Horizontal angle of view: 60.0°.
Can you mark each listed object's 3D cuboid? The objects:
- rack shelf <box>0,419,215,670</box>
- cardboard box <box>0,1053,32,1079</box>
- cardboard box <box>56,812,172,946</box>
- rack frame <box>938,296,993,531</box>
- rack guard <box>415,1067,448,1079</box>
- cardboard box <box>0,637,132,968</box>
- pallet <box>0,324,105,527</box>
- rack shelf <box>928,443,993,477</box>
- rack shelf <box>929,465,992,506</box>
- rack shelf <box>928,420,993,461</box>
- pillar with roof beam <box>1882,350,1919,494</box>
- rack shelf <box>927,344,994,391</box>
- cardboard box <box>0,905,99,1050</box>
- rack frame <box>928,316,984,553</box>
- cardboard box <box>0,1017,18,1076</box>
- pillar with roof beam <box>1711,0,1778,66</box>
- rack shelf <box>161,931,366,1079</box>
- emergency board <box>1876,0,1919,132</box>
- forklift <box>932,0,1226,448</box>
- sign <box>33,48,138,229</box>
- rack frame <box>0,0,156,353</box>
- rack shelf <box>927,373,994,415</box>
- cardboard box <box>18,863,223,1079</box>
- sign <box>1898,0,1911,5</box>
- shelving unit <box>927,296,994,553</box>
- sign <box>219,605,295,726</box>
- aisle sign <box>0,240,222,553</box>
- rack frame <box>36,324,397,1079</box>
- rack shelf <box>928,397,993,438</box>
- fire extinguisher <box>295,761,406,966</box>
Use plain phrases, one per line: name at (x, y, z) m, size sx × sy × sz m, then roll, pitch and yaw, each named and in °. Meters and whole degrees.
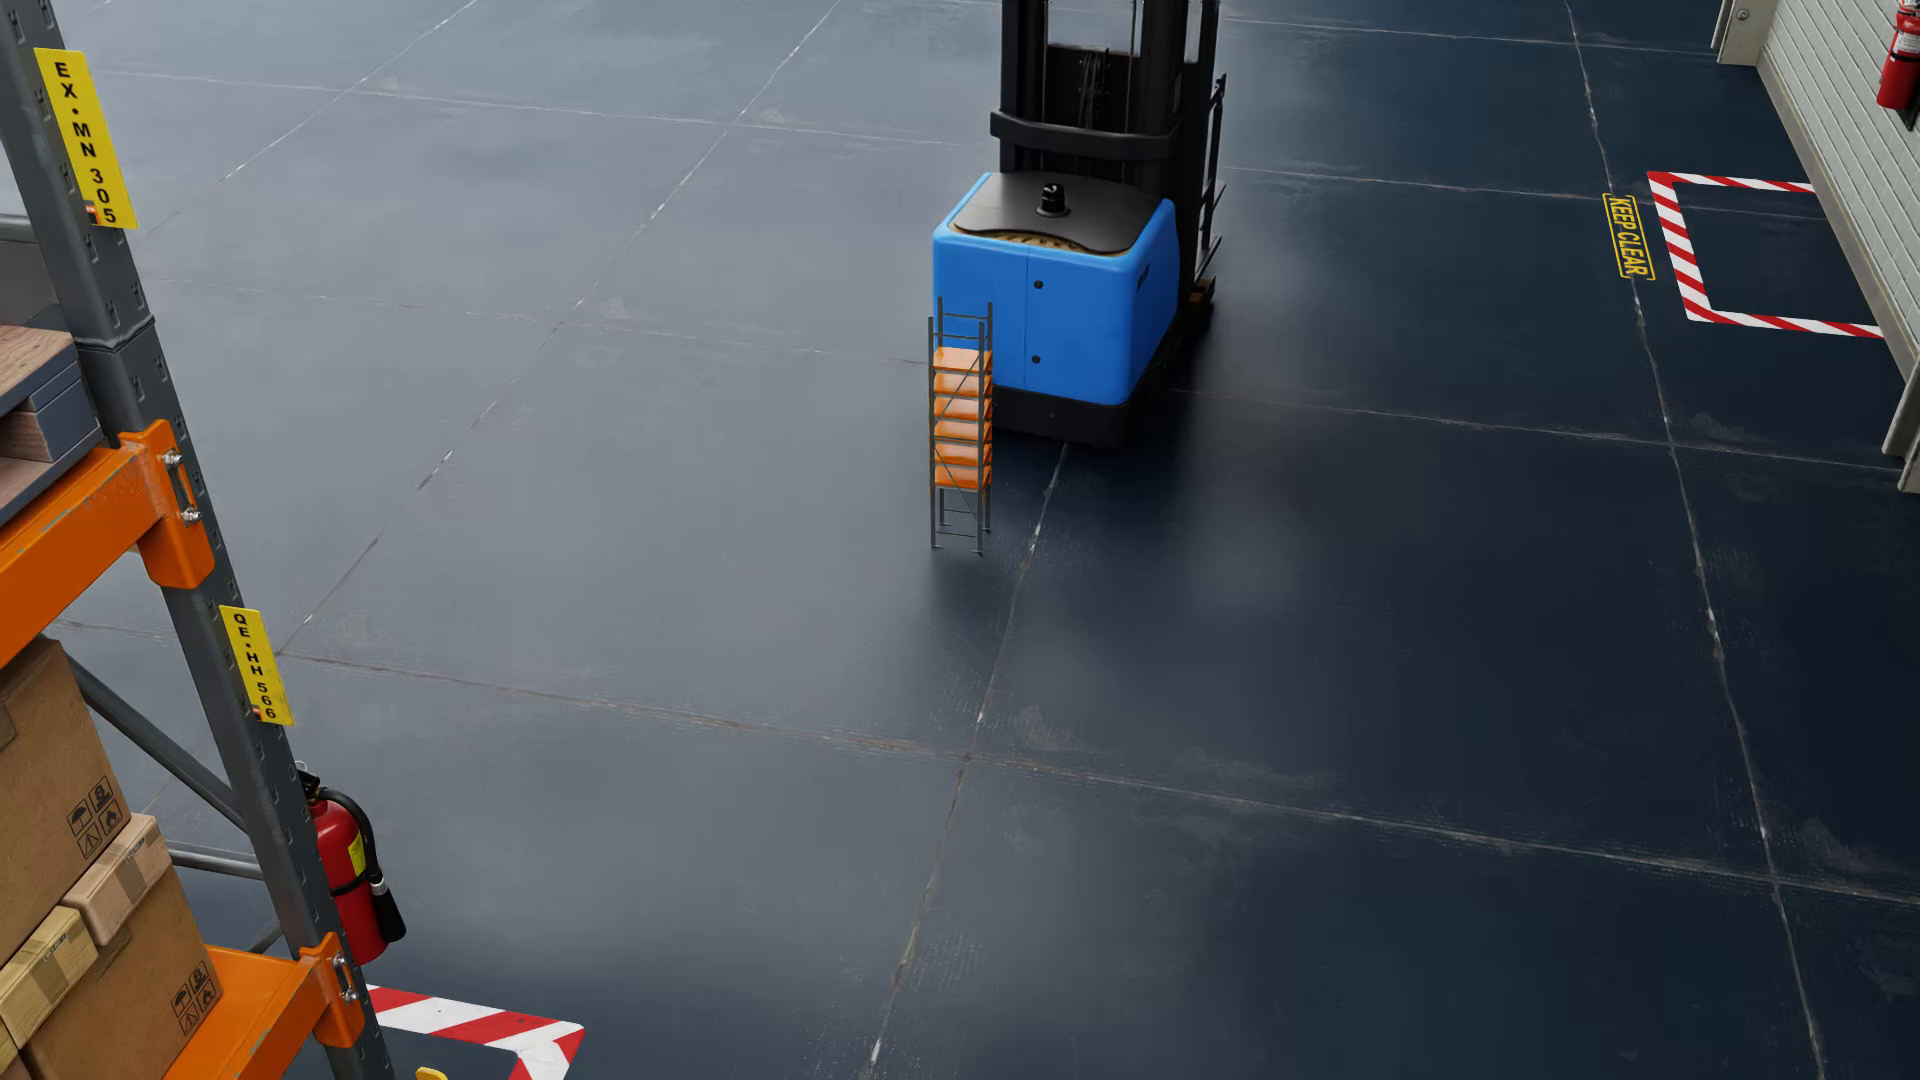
rack shelf at (-2.487, 0.989, 1.887) m, size 1.077 × 0.370 × 4.000 m, roll 7°, pitch 37°, yaw 10°
cardboard box at (-2.280, 1.293, 3.325) m, size 0.700 × 0.500 × 0.500 m, roll 8°, pitch 37°, yaw 11°
cardboard box at (-1.956, 0.705, 3.583) m, size 0.380 × 0.149 × 0.250 m, roll 7°, pitch 36°, yaw 9°
rack frame at (0.023, -0.547, 7.482) m, size 0.240 × 1.200 × 0.006 m, roll 7°, pitch 37°, yaw 10°
rack guard at (-2.055, 1.764, 4.890) m, size 1.175 × 0.500 × 0.348 m, roll 7°, pitch 37°, yaw 10°
cardboard box at (-2.184, 0.496, 3.319) m, size 0.700 × 0.500 × 0.500 m, roll 7°, pitch 37°, yaw 10°
pallet at (-2.236, -0.011, 2.729) m, size 1.003 × 0.211 × 1.213 m, roll 7°, pitch 37°, yaw 10°
rack shelf at (0.003, -0.361, 7.506) m, size 0.258 × 0.103 × 0.180 m, roll 7°, pitch 37°, yaw 10°
rack shelf at (0.003, -0.264, 7.576) m, size 0.258 × 0.103 × 0.180 m, roll 7°, pitch 37°, yaw 10°
rack shelf at (0.003, -0.458, 7.435) m, size 0.258 × 0.103 × 0.180 m, roll 7°, pitch 37°, yaw 10°
pillar with roof beam at (0.552, -4.515, 6.311) m, size 9.100 × 9.000 × 0.400 m, roll 7°, pitch 37°, yaw 10°
rack shelf at (0.003, -0.750, 7.224) m, size 0.258 × 0.103 × 0.180 m, roll 7°, pitch 37°, yaw 10°
cardboard box at (-2.010, 0.855, 3.376) m, size 0.380 × 0.149 × 0.250 m, roll 8°, pitch 37°, yaw 11°
rack frame at (-0.016, -0.442, 7.337) m, size 0.240 × 1.200 × 0.006 m, roll 7°, pitch 37°, yaw 10°
cardboard box at (-2.065, 1.002, 3.173) m, size 0.380 × 0.149 × 0.250 m, roll 7°, pitch 36°, yaw 9°
pillar with roof beam at (1.833, -7.954, 11.057) m, size 9.100 × 9.000 × 0.400 m, roll 7°, pitch 37°, yaw 10°
rack shelf at (-2.487, 2.203, 2.767) m, size 1.077 × 0.370 × 4.000 m, roll 7°, pitch 37°, yaw 10°
emergency board at (5.322, -2.958, 9.275) m, size 0.194 × 1.169 × 0.643 m, roll 7°, pitch 37°, yaw 10°
forklift at (0.835, -2.506, 8.709) m, size 1.130 × 2.935 × 3.031 m, roll 12°, pitch 38°, yaw 16°
sign at (-1.533, -0.700, 2.916) m, size 0.100 × 0.325 × 0.005 m, roll 7°, pitch 37°, yaw 10°
rack frame at (-2.060, -1.664, 2.377) m, size 1.000 × 3.000 × 0.127 m, roll 7°, pitch 37°, yaw 10°
rack shelf at (0.003, -0.652, 7.295) m, size 0.258 × 0.103 × 0.180 m, roll 7°, pitch 37°, yaw 10°
cardboard box at (-2.172, 0.991, 3.741) m, size 0.700 × 0.500 × 0.500 m, roll 7°, pitch 37°, yaw 10°
sign at (5.541, -3.276, 9.684) m, size 0.001 × 0.329 × 0.234 m, roll 7°, pitch 37°, yaw 10°
shelving unit at (0.003, -0.494, 7.409) m, size 0.258 × 1.200 × 0.189 m, roll 7°, pitch 37°, yaw 10°
sign at (-1.533, 0.277, 3.624) m, size 0.100 × 0.325 × 0.005 m, roll 7°, pitch 37°, yaw 10°
aisle sign at (-1.759, -0.288, 3.376) m, size 0.394 × 0.787 × 0.004 m, roll 7°, pitch 37°, yaw 10°
rack frame at (-2.060, 0.765, 4.138) m, size 1.000 × 3.000 × 0.127 m, roll 7°, pitch 37°, yaw 10°
rack shelf at (0.003, -0.555, 7.365) m, size 0.258 × 0.103 × 0.180 m, roll 7°, pitch 37°, yaw 10°
fire extinguisher at (-1.581, 0.787, 4.174) m, size 0.296 × 0.674 × 0.183 m, roll 7°, pitch 37°, yaw 10°
